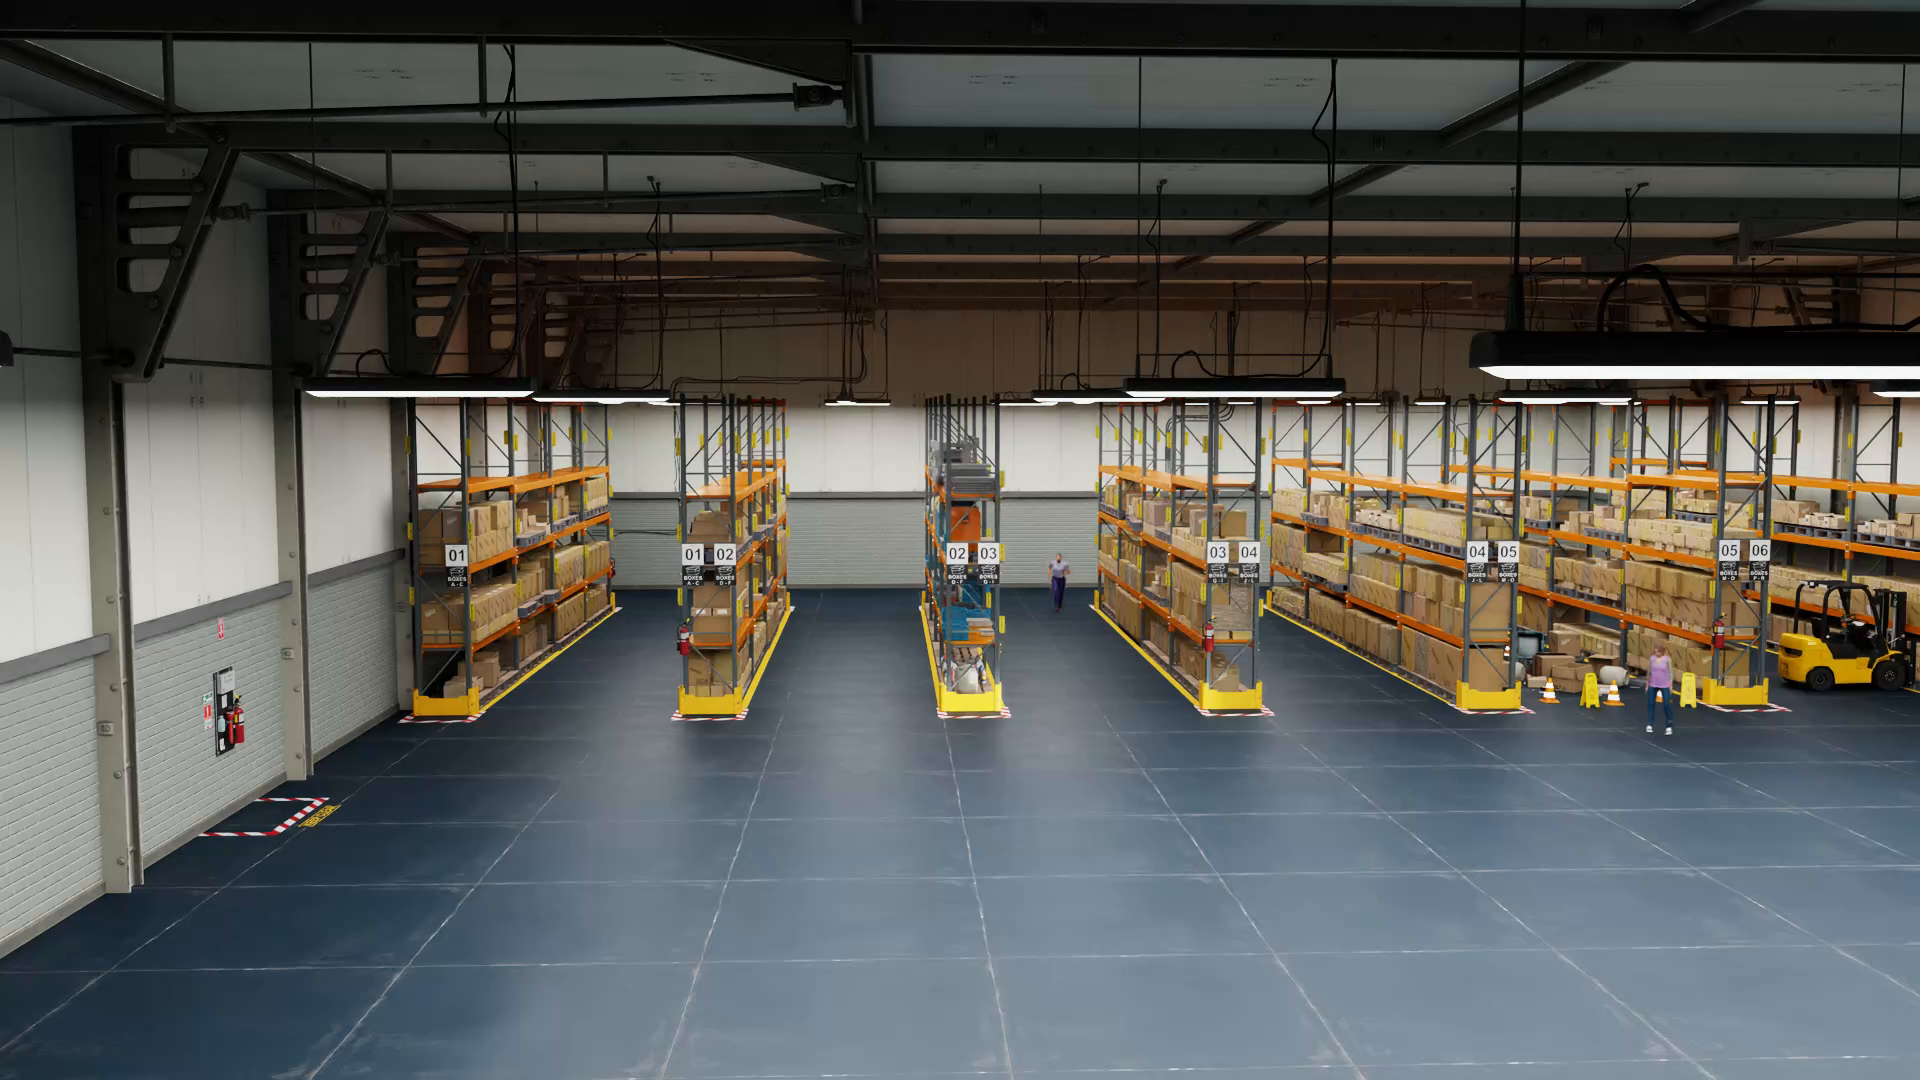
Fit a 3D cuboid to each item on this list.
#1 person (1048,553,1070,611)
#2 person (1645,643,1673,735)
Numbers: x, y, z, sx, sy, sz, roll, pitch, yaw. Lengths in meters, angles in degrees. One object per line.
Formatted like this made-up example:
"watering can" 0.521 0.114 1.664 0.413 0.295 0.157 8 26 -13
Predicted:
"person" 2.813 1.175 47.046 0.621 1.590 1.028 0 5 -2
"person" 12.343 2.608 29.329 0.503 1.597 0.353 4 6 39
